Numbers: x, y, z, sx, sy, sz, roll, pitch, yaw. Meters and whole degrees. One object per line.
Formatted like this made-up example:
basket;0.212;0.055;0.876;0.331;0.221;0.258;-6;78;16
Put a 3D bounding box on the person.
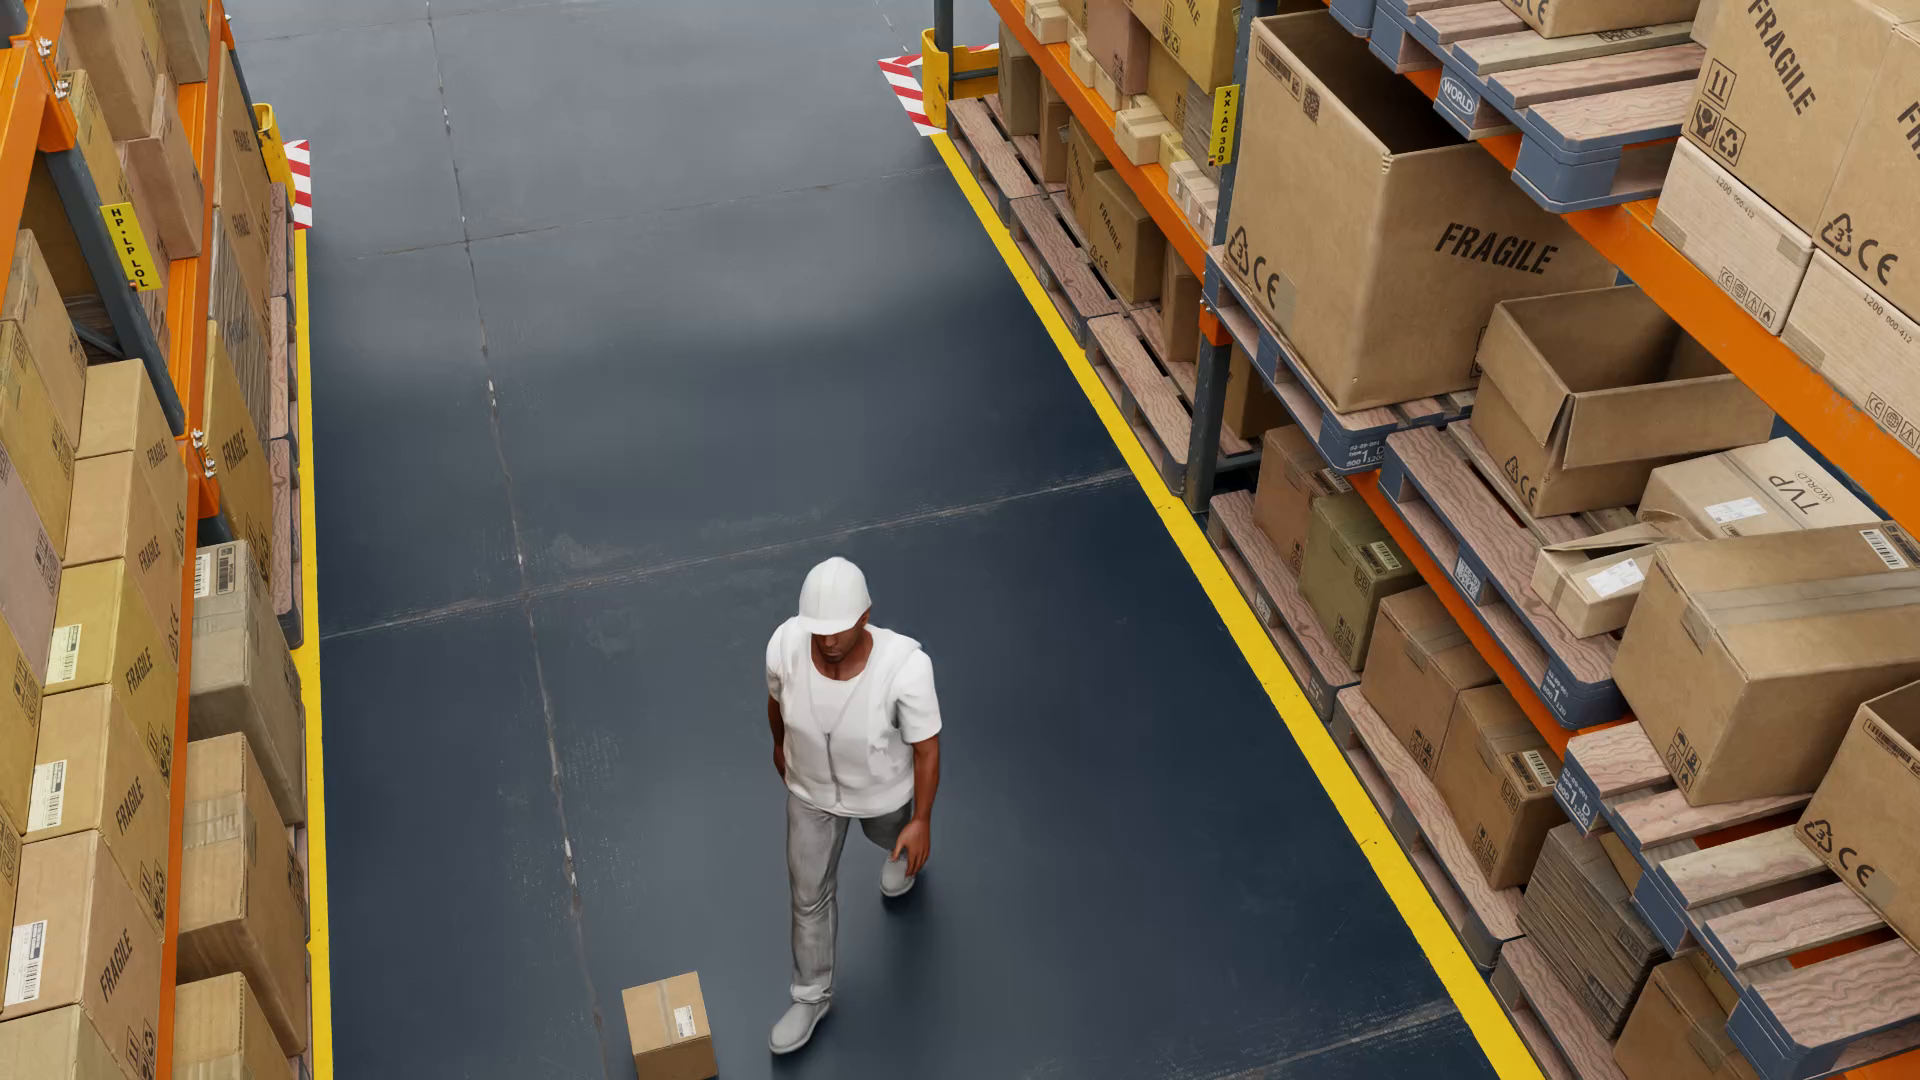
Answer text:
person;-0.360;0.798;5.268;0.608;1.727;1.009;7;43;8
